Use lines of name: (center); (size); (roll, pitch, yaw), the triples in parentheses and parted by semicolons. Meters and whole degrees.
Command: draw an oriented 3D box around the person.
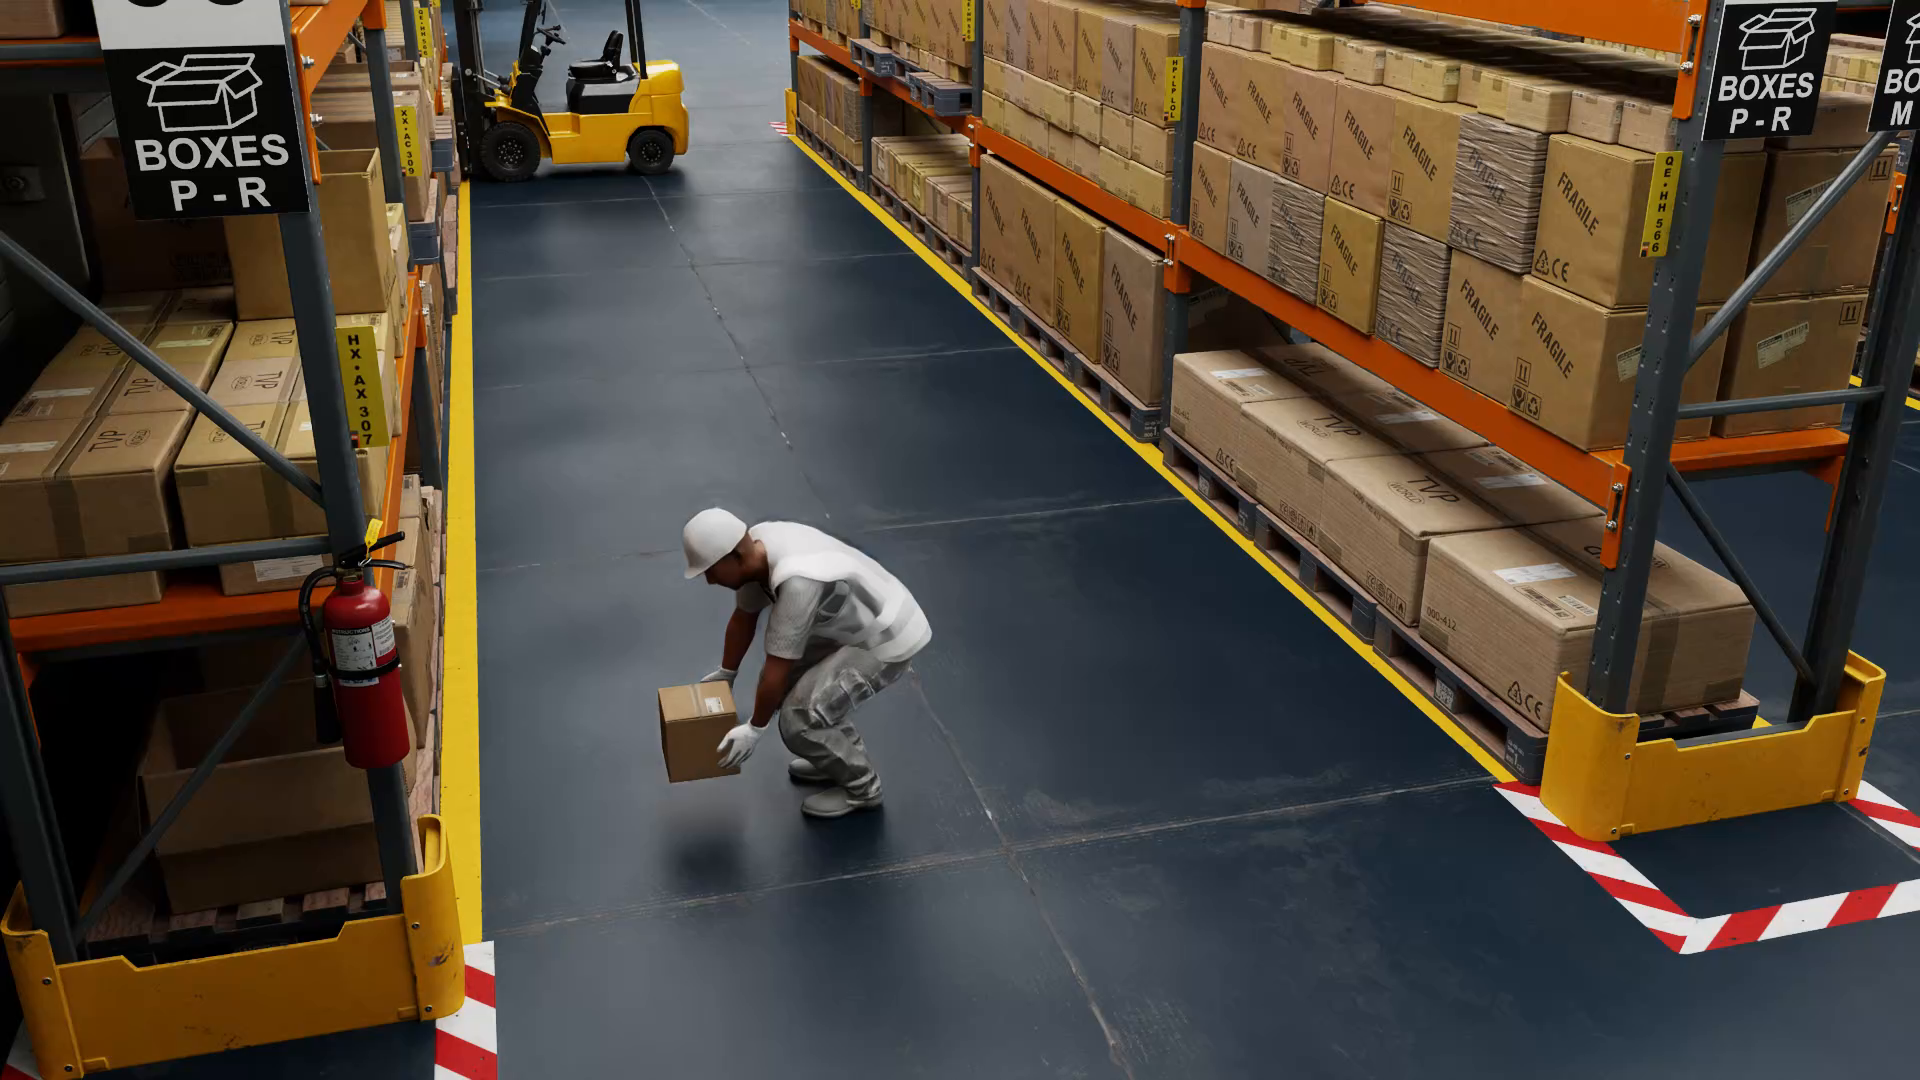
person: (-0.524, 0.409, 5.873); (0.853, 1.183, 0.597); (-6, 24, -14)
